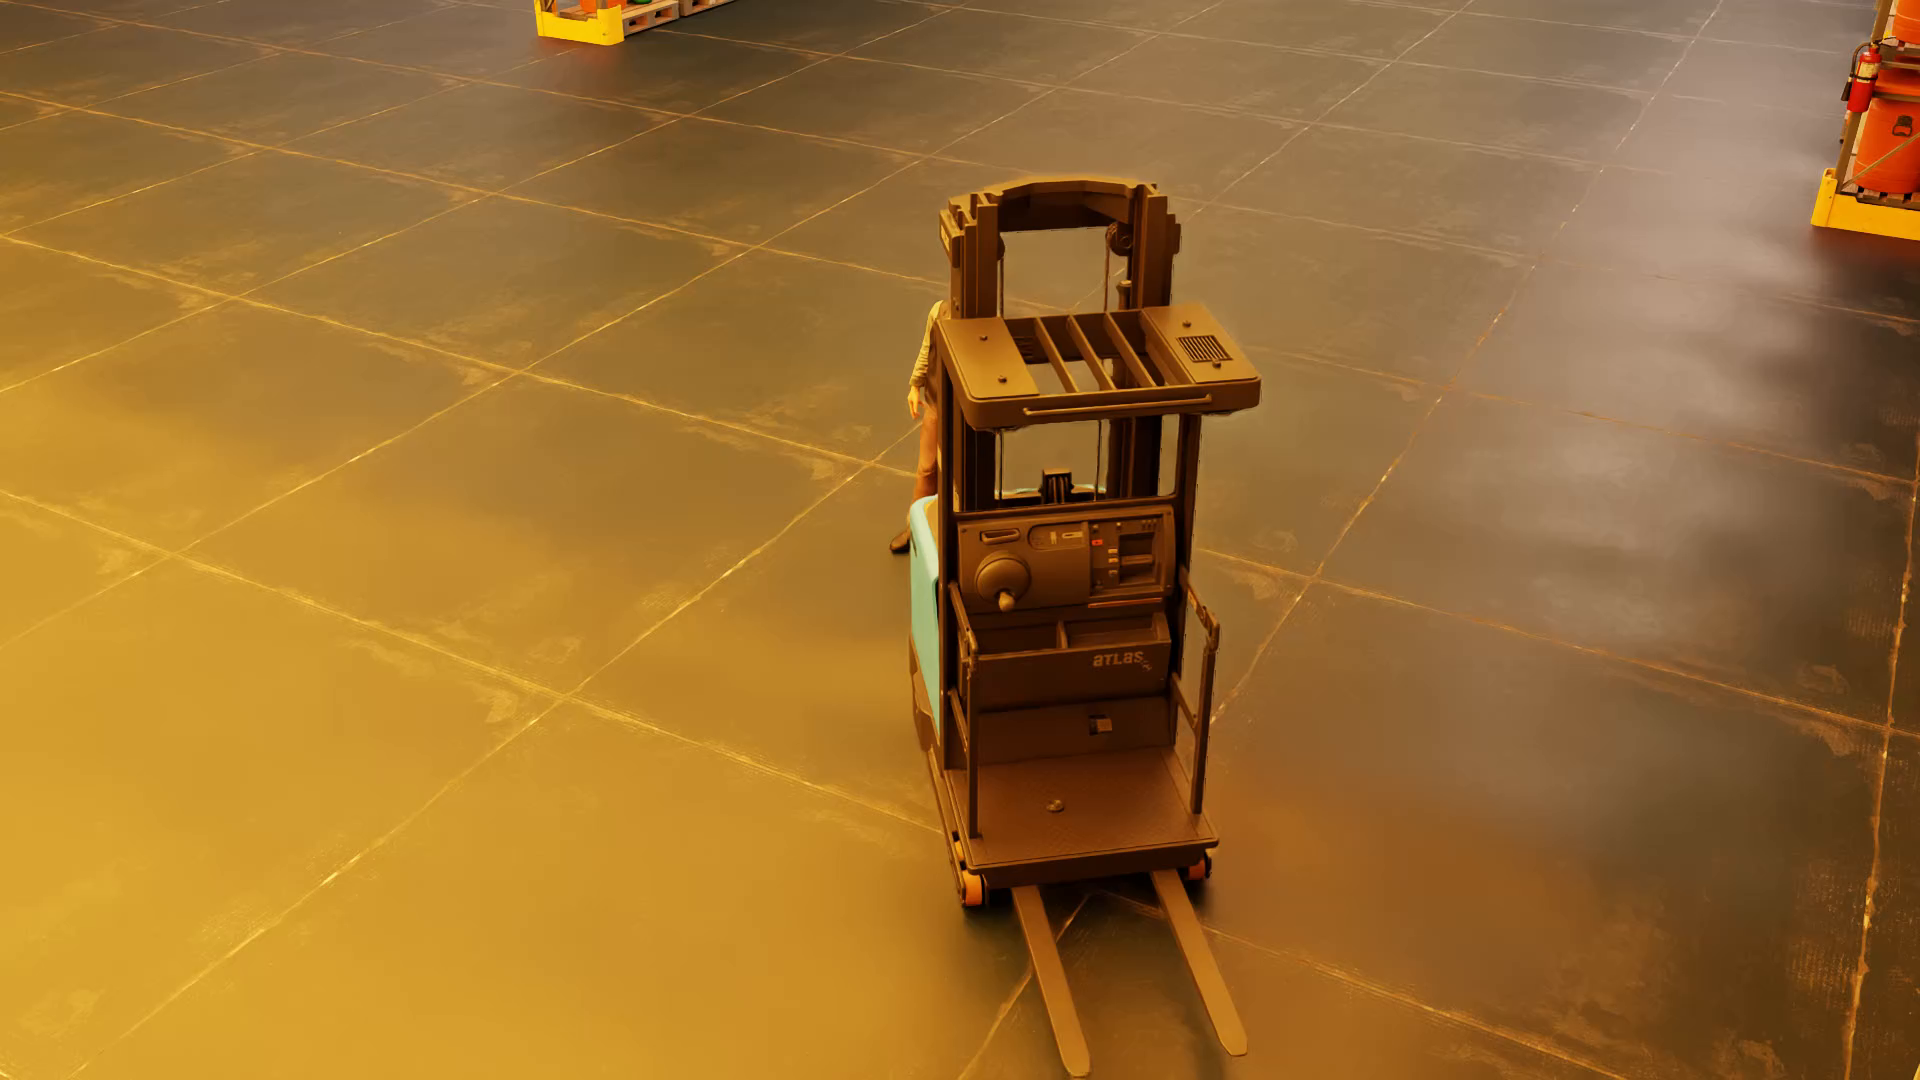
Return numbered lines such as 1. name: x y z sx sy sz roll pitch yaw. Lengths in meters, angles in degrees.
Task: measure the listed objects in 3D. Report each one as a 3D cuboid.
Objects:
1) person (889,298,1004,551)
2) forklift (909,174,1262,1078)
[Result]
1. person: -0.037 -0.727 9.525 0.632 1.720 0.568 15 33 25
2. forklift: 0.493 0.130 6.845 1.130 2.935 3.031 -5 30 -8
